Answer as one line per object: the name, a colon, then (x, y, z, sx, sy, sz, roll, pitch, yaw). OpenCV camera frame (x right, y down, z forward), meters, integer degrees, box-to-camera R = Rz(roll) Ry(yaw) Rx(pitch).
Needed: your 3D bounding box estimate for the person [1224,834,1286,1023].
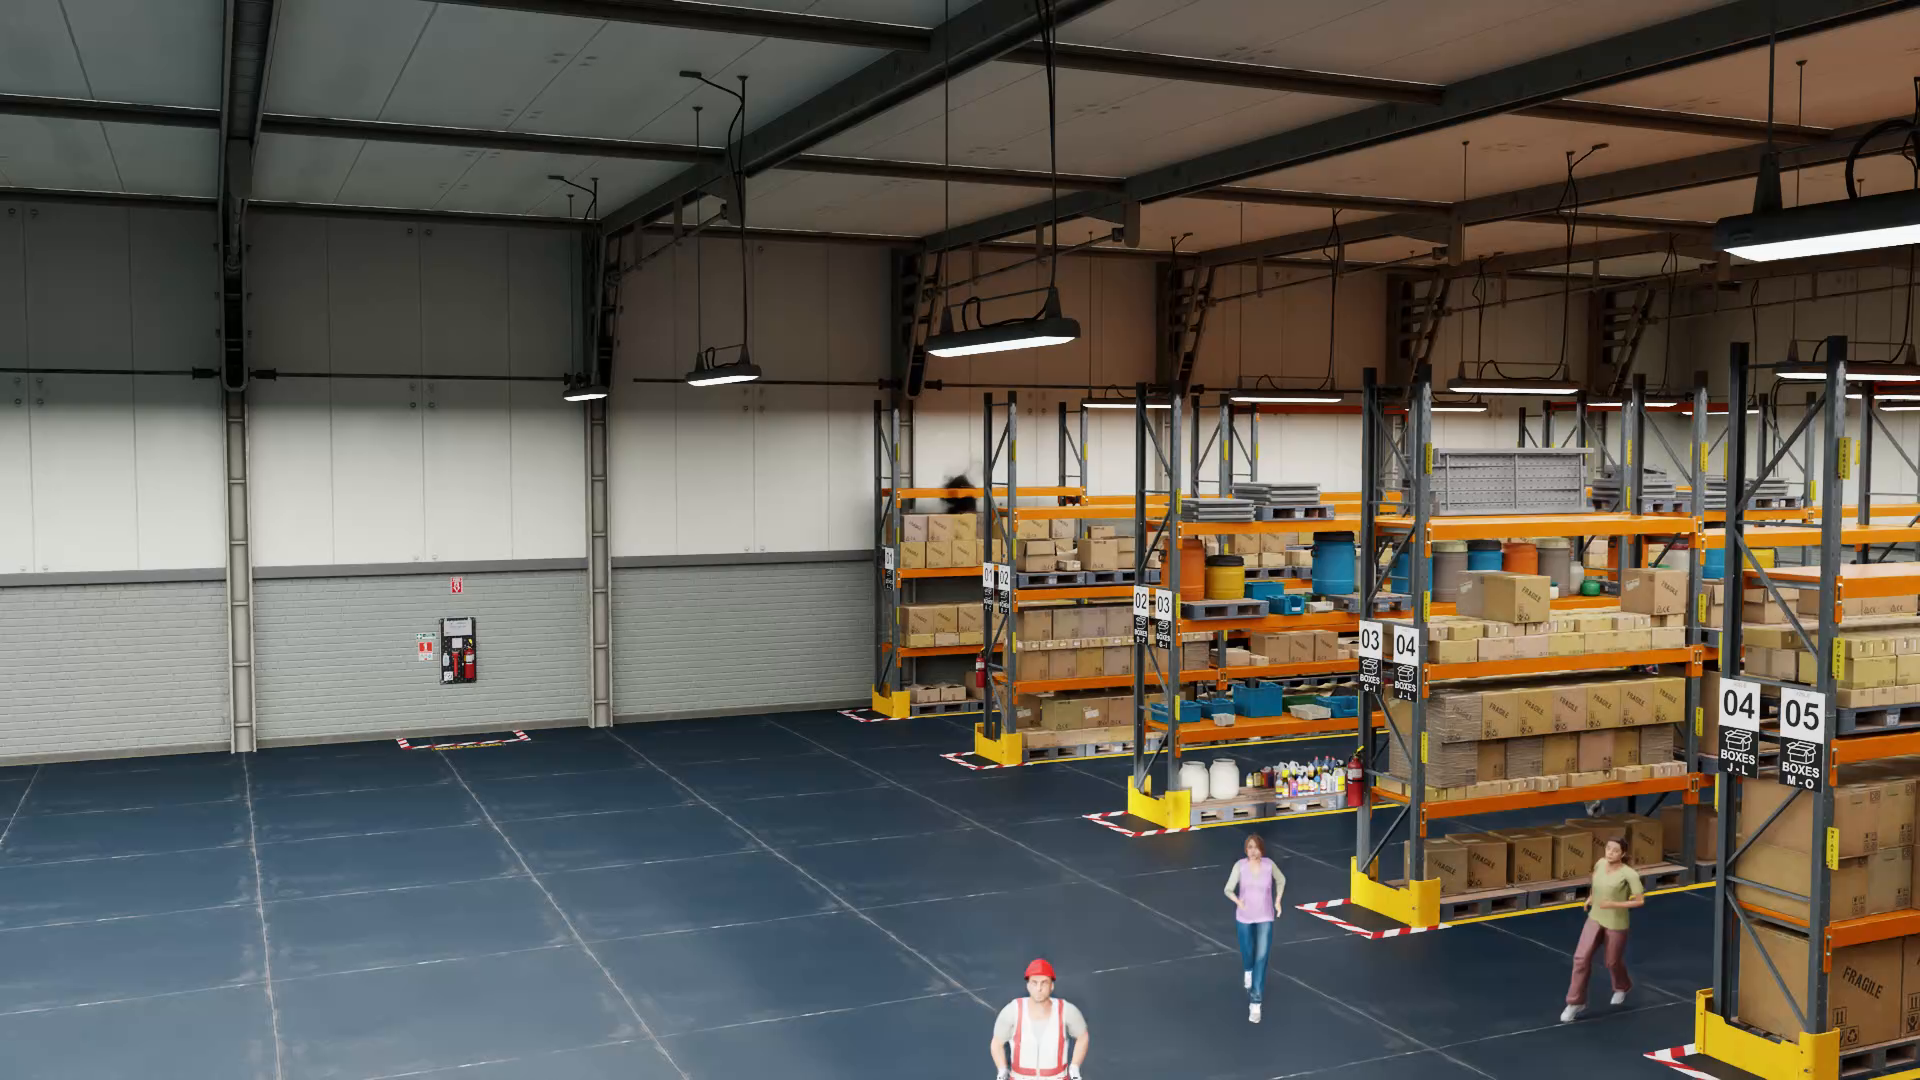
person: (2.690, 3.477, 15.186, 0.551, 1.605, 0.876, 1, 3, 12)

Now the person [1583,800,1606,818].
person: (8.339, 3.006, 22.001, 0.552, 1.744, 0.643, -2, 4, -28)

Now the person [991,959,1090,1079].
person: (0.533, 3.649, 11.064, 0.655, 1.762, 0.823, 0, 3, 5)

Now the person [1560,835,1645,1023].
person: (5.865, 3.466, 14.921, 0.907, 1.685, 0.594, -3, 4, -40)
